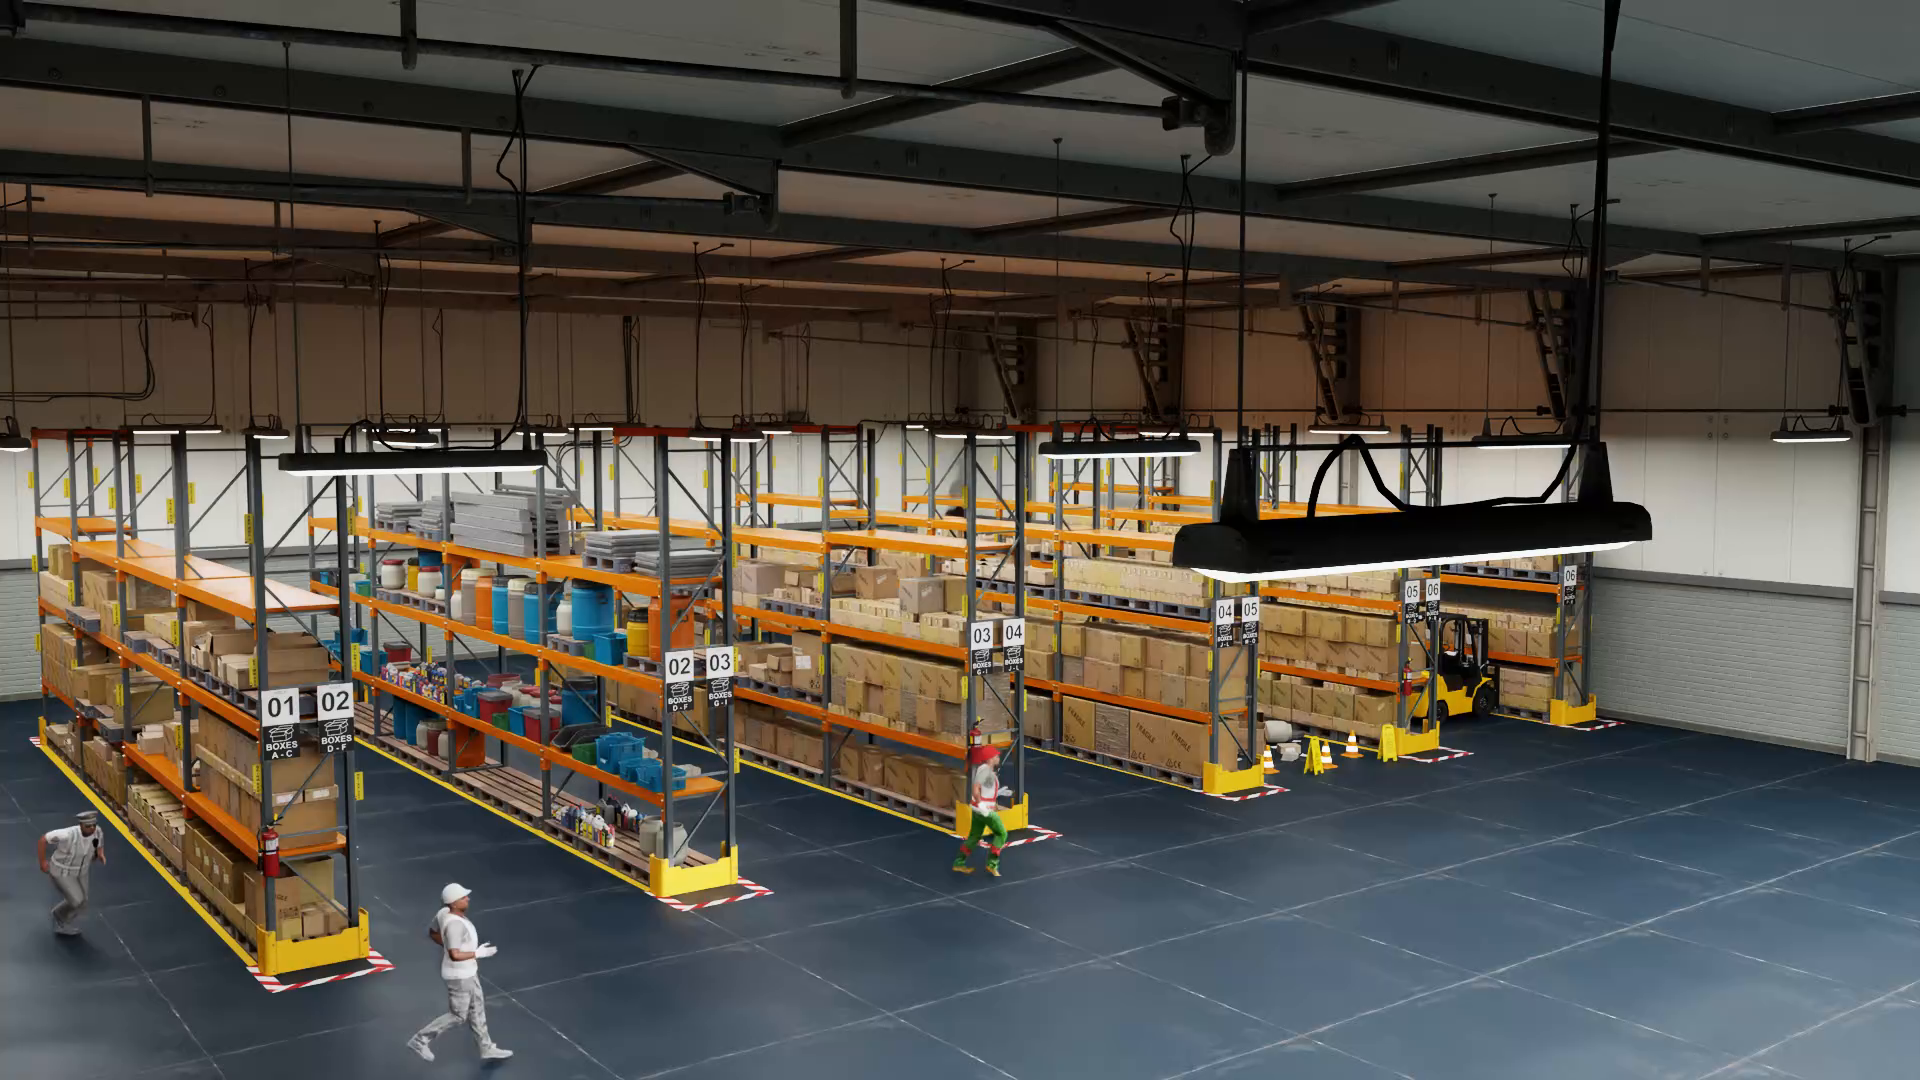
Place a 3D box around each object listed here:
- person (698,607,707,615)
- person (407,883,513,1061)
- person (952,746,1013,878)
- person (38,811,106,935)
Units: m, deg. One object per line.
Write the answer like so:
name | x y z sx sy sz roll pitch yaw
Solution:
person | -6.232 2.305 40.595 0.650 1.662 0.886 2 5 24
person | -4.813 4.166 15.966 0.976 1.771 0.683 -1 5 -17
person | 0.330 3.697 22.506 0.864 1.824 0.587 -1 5 -15
person | -10.563 3.992 19.811 0.865 1.571 0.689 2 5 27
